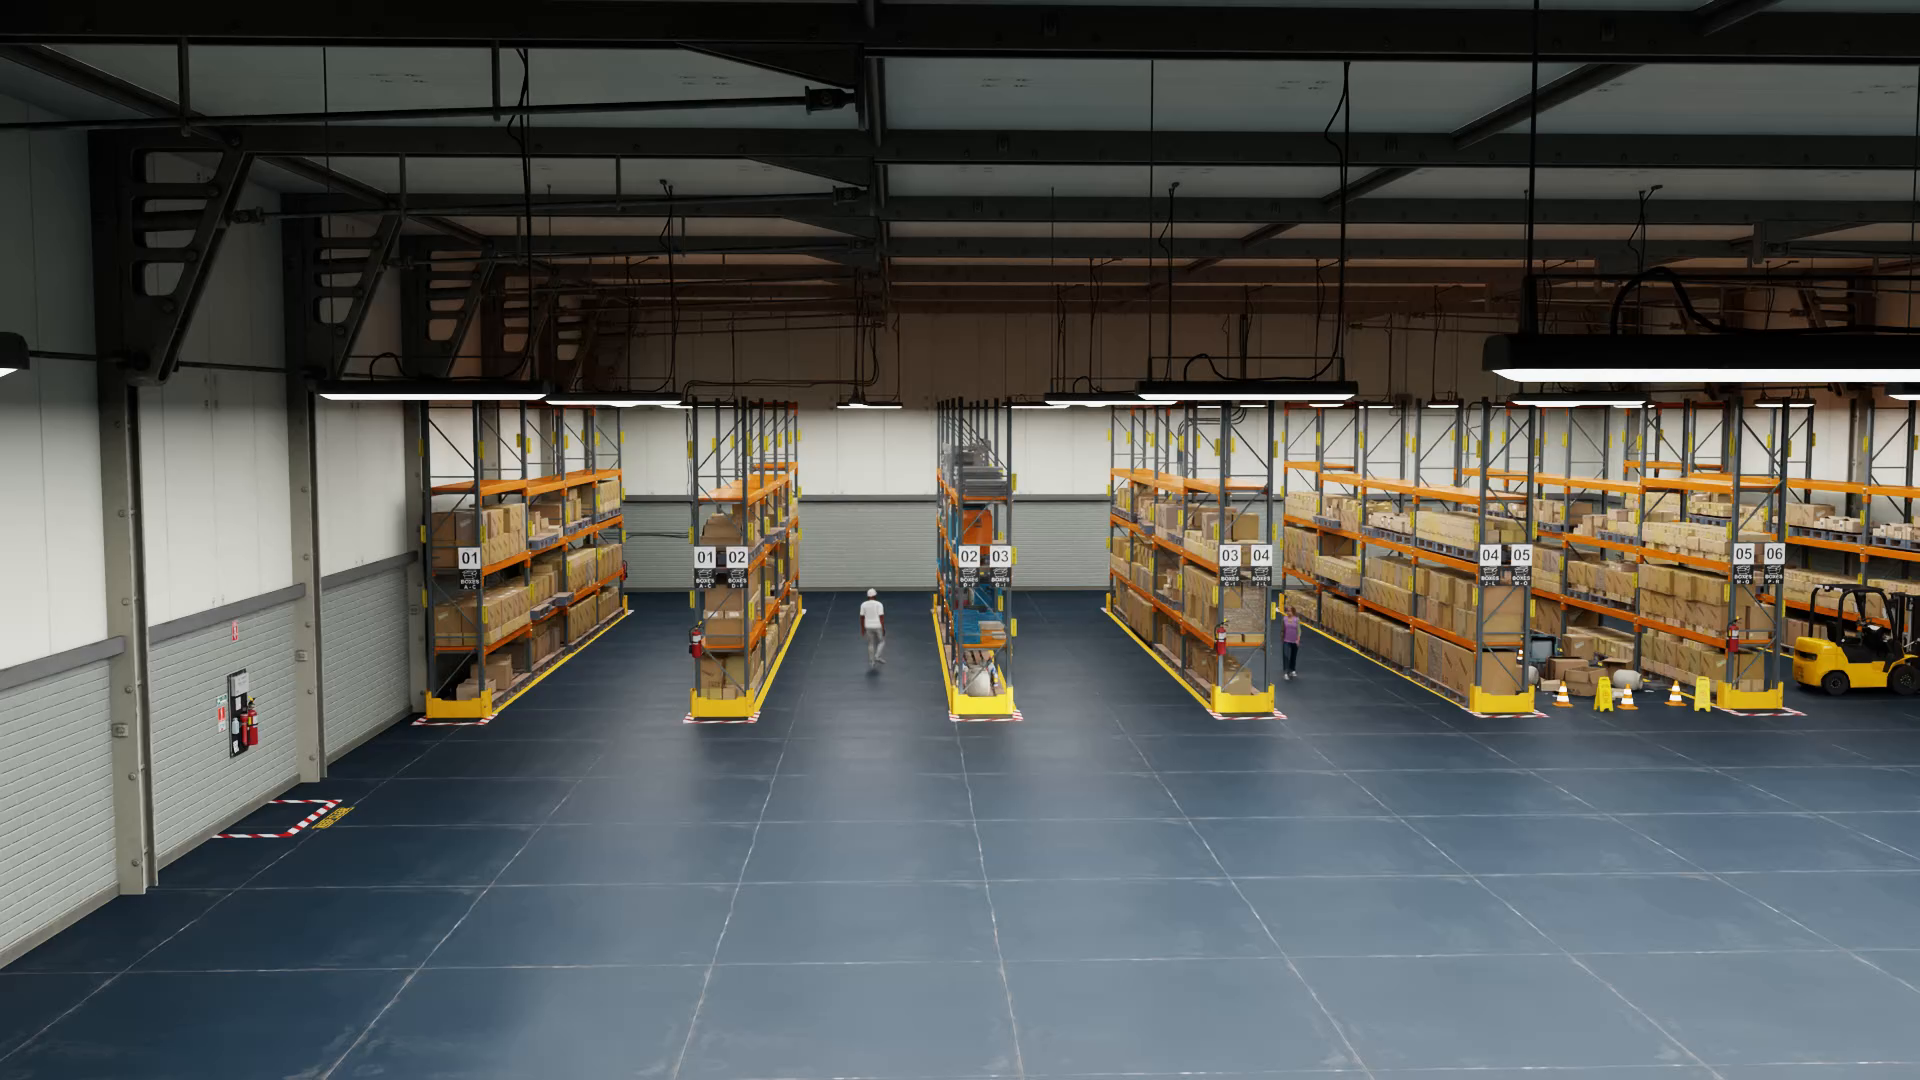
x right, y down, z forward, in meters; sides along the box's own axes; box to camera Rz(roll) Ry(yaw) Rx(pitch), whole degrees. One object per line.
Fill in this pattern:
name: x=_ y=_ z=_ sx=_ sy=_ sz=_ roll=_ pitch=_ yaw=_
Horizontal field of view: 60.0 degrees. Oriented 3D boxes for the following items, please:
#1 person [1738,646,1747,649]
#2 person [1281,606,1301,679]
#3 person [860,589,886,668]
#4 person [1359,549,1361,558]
person: x=16.994 y=2.136 z=36.351 sx=0.513 sy=1.571 sz=0.710 roll=-1 pitch=4 yaw=-11
person: x=7.065 y=2.182 z=35.517 sx=0.428 sy=1.554 sz=0.898 roll=1 pitch=5 yaw=13
person: x=-1.945 y=1.968 z=37.163 sx=0.600 sy=1.757 sz=0.489 roll=1 pitch=4 yaw=9
person: x=12.095 y=0.985 z=50.502 sx=0.887 sy=1.647 sz=0.477 roll=-2 pitch=5 yaw=-29
